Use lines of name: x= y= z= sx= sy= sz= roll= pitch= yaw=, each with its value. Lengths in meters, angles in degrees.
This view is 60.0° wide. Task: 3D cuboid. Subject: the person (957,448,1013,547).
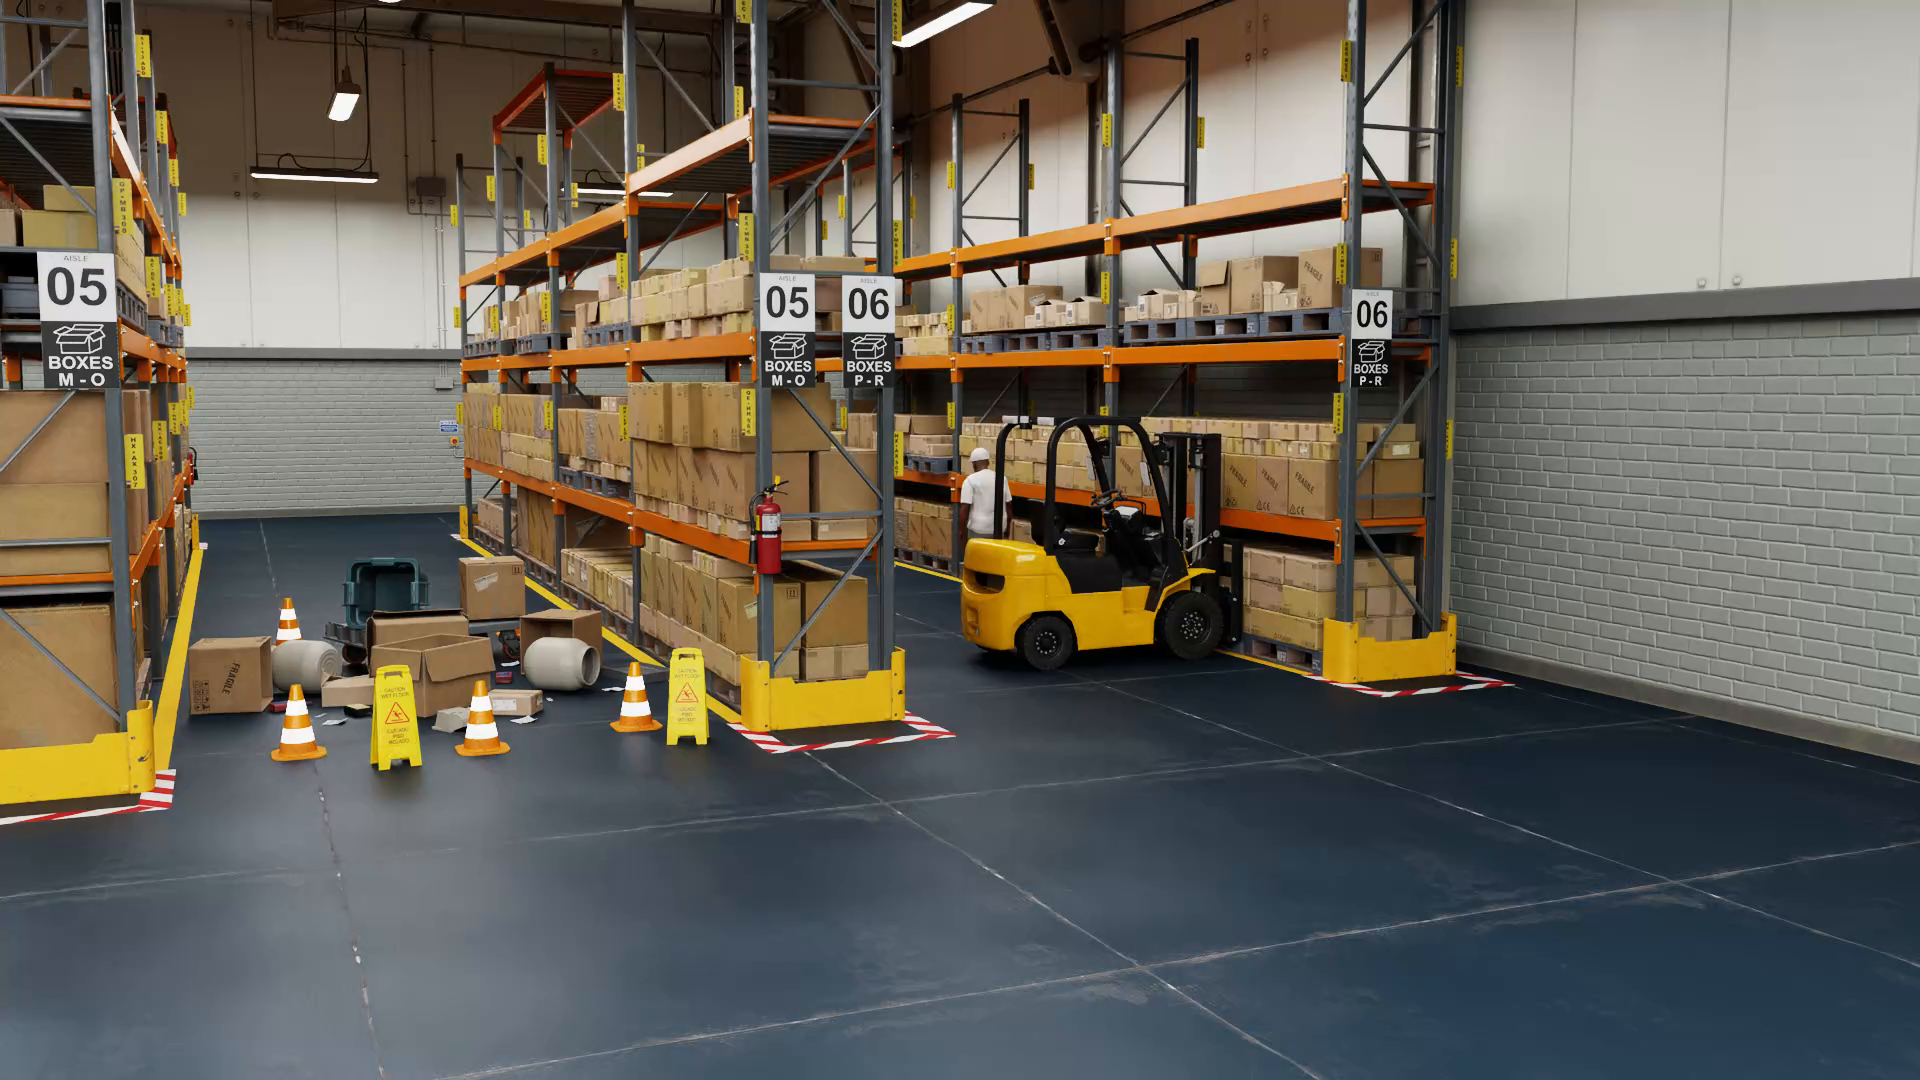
person: x=0.267 y=-0.110 z=17.840 sx=0.637 sy=1.761 sz=0.460 roll=-3 pitch=6 yaw=-25
